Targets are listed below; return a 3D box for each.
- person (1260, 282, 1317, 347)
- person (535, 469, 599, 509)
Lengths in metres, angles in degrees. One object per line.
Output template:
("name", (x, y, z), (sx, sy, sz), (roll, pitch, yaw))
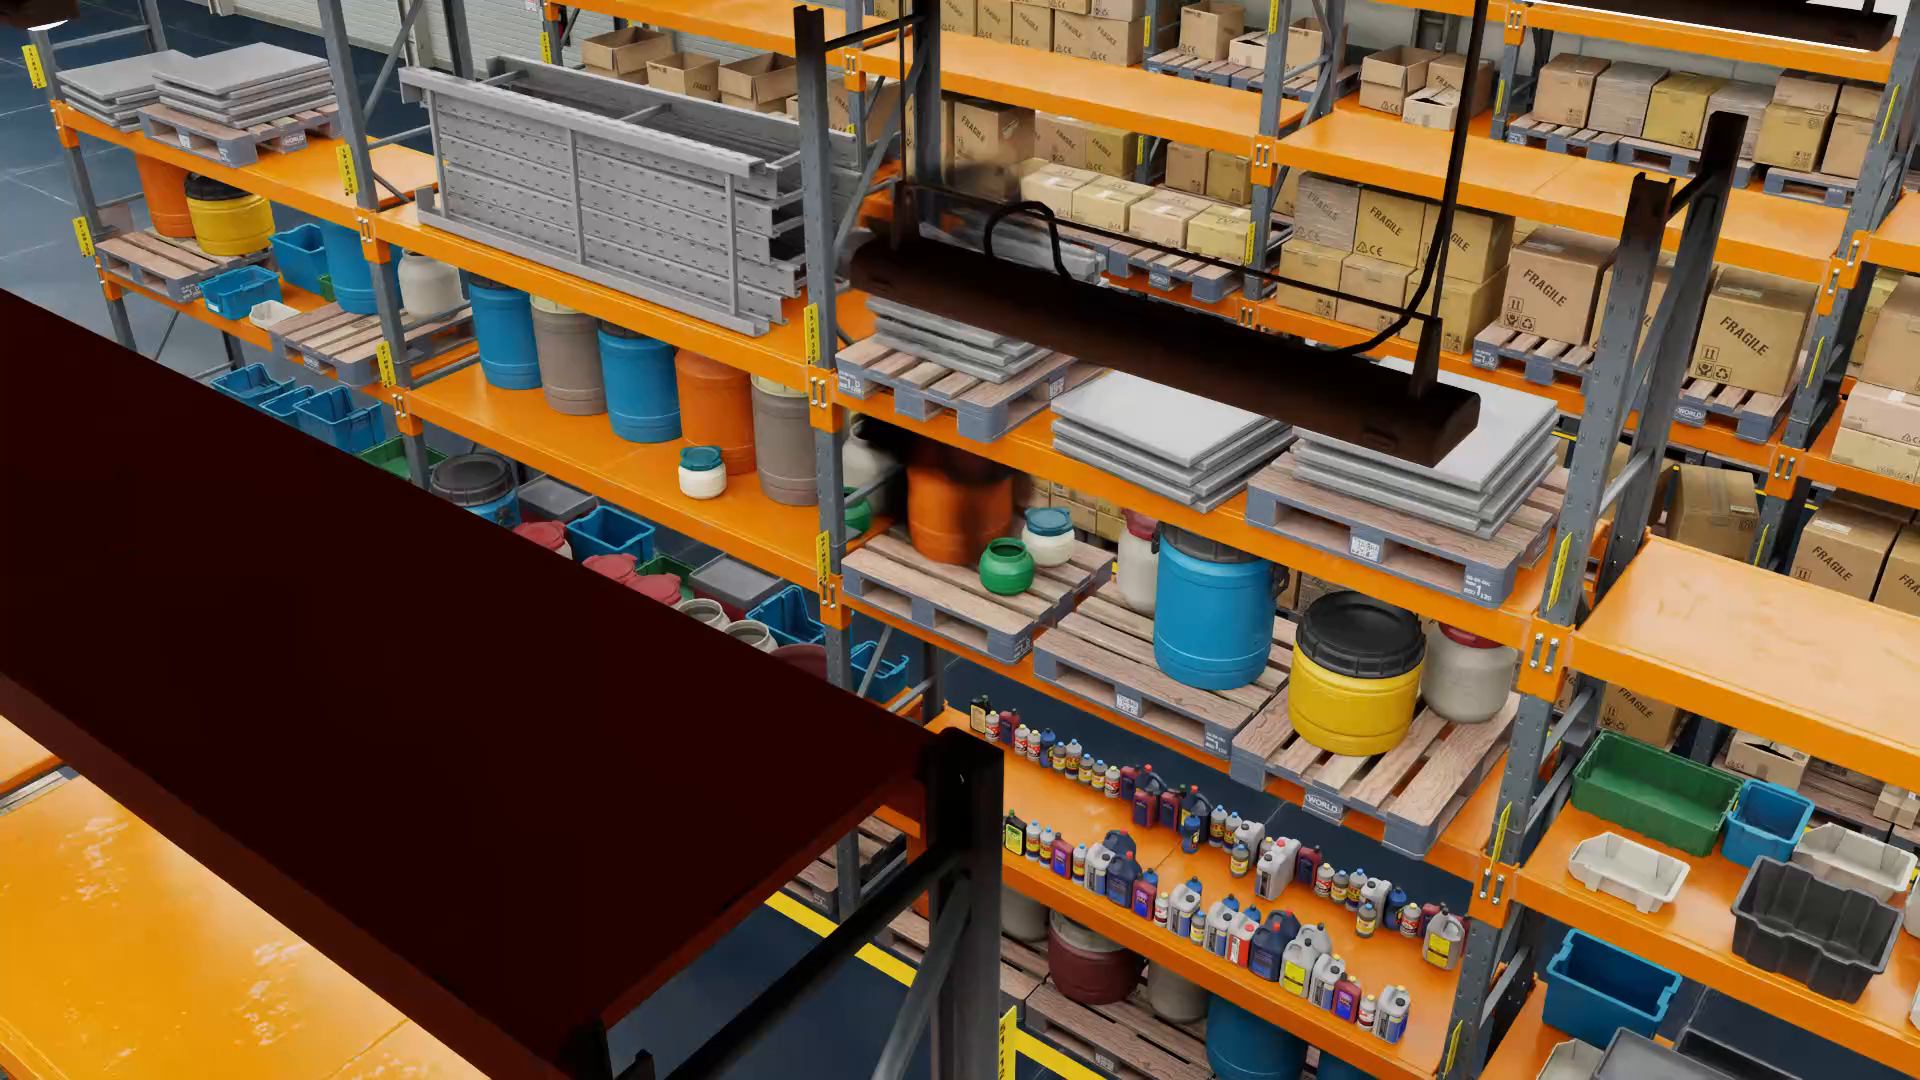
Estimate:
("person", (3.427, -1.844, 16.766), (1.013, 1.731, 0.713), (18, 36, 26))
("person", (-3.459, -0.671, 14.788), (0.619, 1.675, 0.662), (10, 33, 16))
